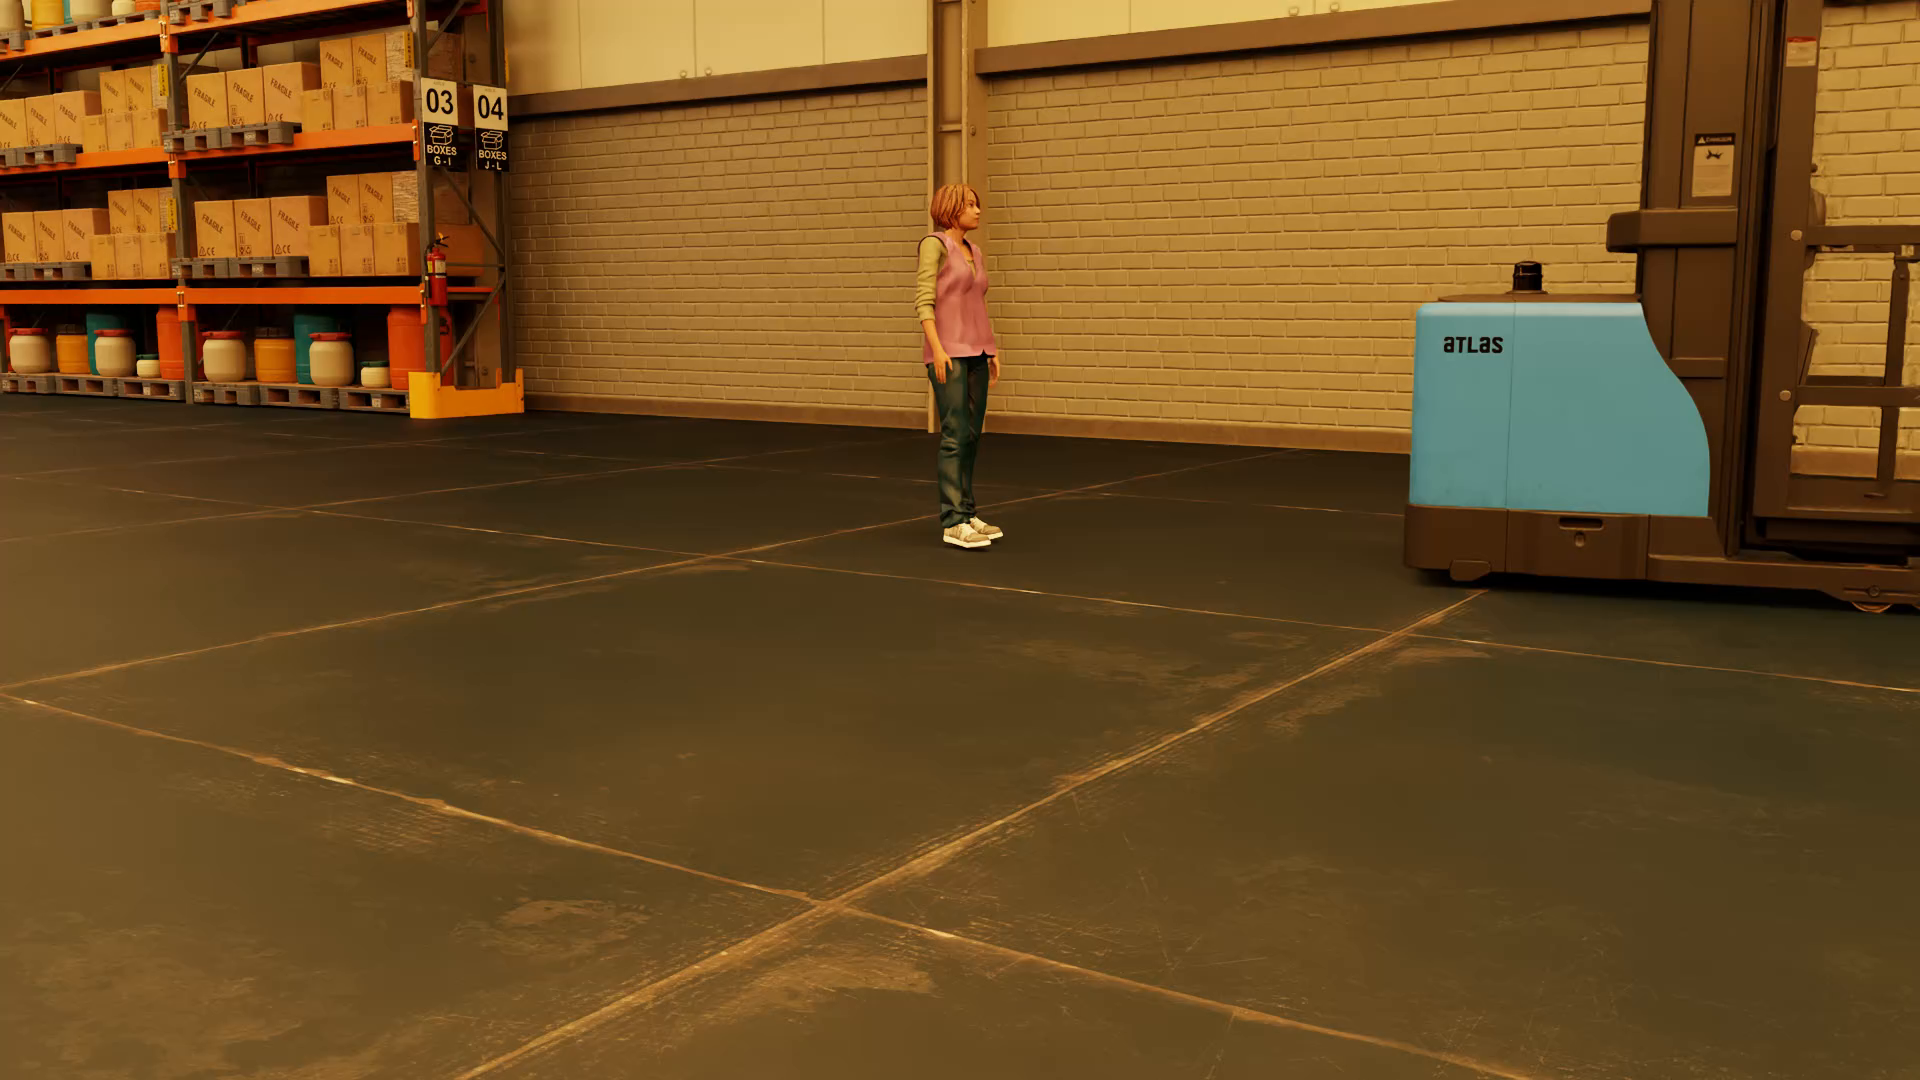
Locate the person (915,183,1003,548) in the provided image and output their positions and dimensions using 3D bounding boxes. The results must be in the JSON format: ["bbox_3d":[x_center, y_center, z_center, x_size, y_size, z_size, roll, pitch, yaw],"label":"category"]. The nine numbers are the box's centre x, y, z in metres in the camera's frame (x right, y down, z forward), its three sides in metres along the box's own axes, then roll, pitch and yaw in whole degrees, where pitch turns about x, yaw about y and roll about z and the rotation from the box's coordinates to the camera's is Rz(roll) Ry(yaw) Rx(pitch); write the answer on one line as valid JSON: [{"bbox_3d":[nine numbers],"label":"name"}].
[{"bbox_3d":[0.054,-0.791,7.437,0.473,1.599,0.520,5,10,34],"label":"person"}]

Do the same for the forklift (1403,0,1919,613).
[{"bbox_3d":[3.286,-1.271,6.133,3.031,2.935,1.130,3,9,20],"label":"forklift"}]
